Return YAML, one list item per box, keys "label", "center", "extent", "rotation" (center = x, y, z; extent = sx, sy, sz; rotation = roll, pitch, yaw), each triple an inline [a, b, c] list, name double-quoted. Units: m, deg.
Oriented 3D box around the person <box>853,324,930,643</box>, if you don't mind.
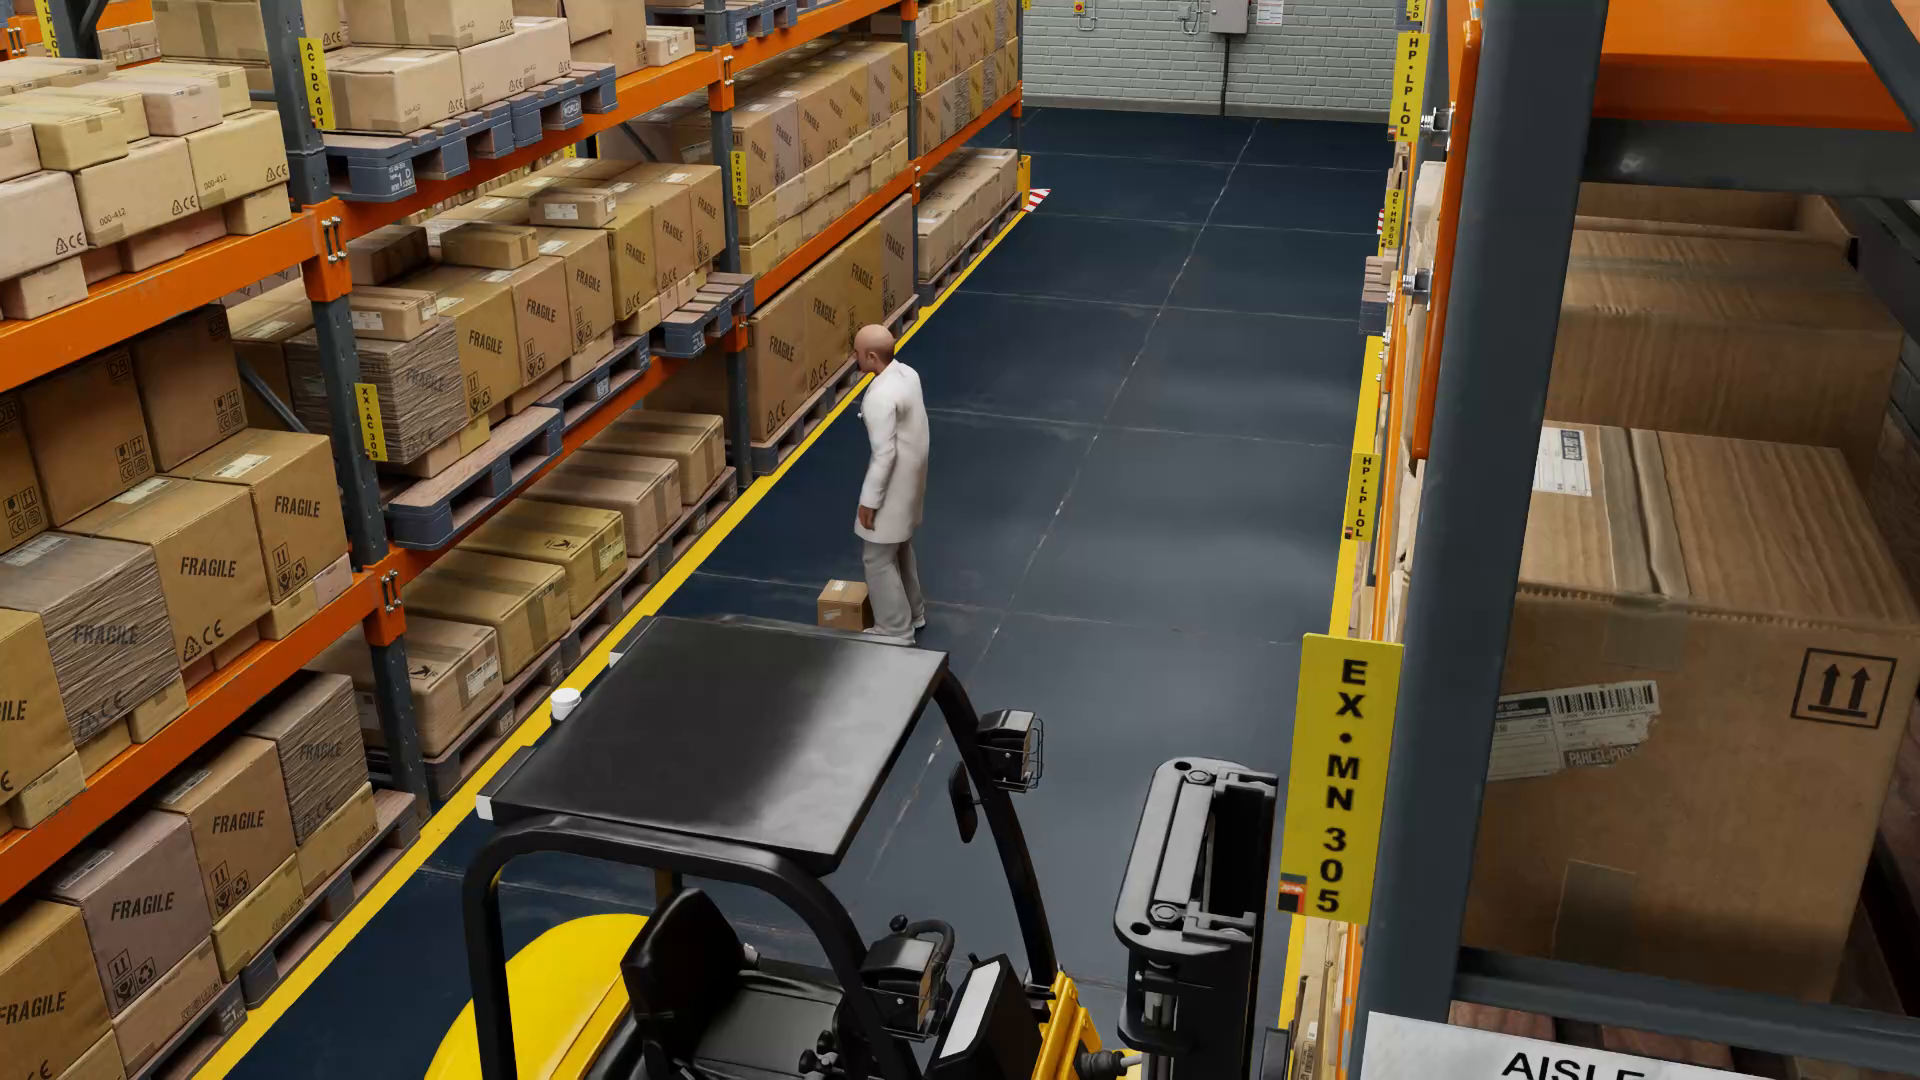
- label: "person"
  center: [-0.378, -0.277, 8.721]
  extent: [0.427, 1.774, 0.643]
  rotation: [6, 26, 13]
